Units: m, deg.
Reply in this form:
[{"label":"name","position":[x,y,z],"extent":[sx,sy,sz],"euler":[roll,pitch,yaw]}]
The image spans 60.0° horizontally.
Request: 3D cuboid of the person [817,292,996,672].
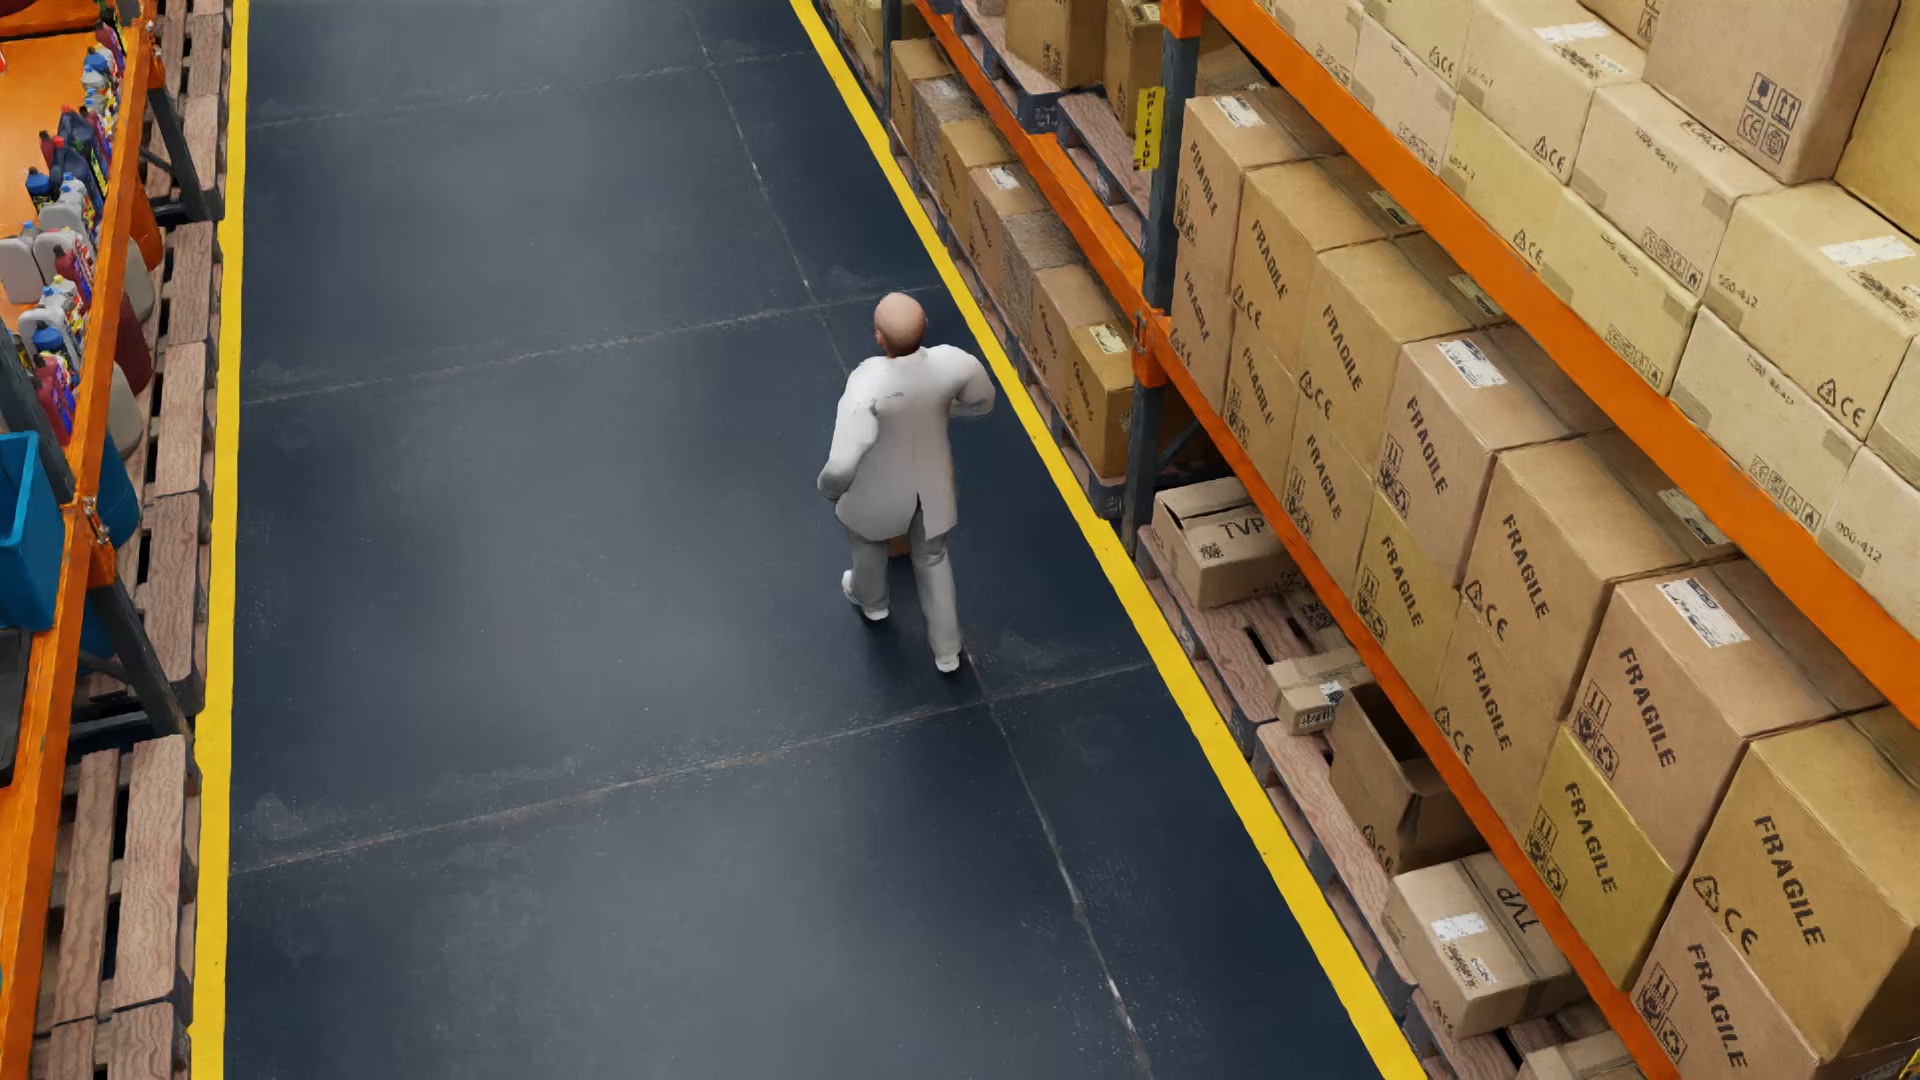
[{"label":"person","position":[-0.278,-0.287,6.504],"extent":[0.760,1.791,0.787],"euler":[-19,45,-20]}]
